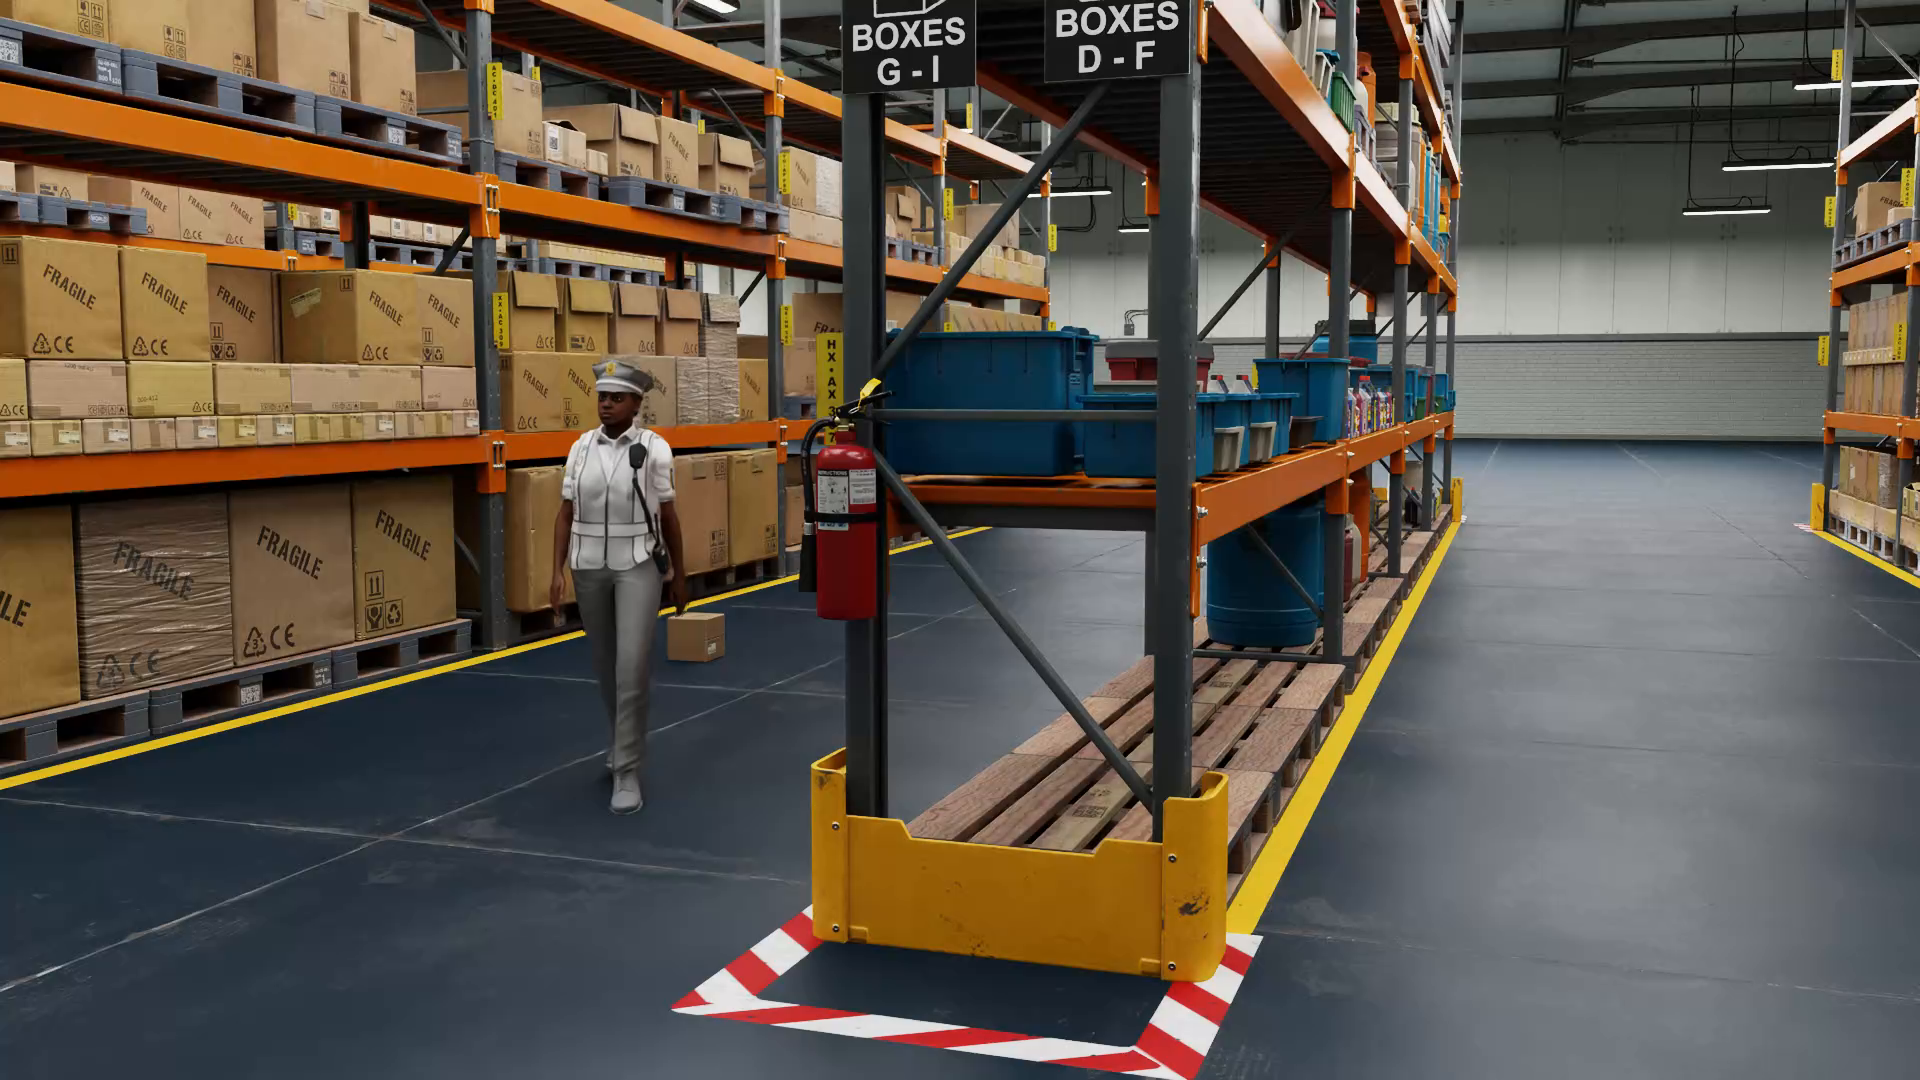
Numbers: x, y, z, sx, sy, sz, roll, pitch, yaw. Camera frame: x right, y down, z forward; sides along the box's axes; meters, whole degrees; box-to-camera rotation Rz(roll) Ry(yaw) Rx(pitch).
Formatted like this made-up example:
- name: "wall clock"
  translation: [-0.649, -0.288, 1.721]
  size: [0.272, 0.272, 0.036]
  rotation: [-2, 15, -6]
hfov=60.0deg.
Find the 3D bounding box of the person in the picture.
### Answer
- name: "person"
  translation: [-1.366, 0.153, 6.532]
  size: [0.484, 1.706, 0.788]
  rotation: [1, 5, 9]
